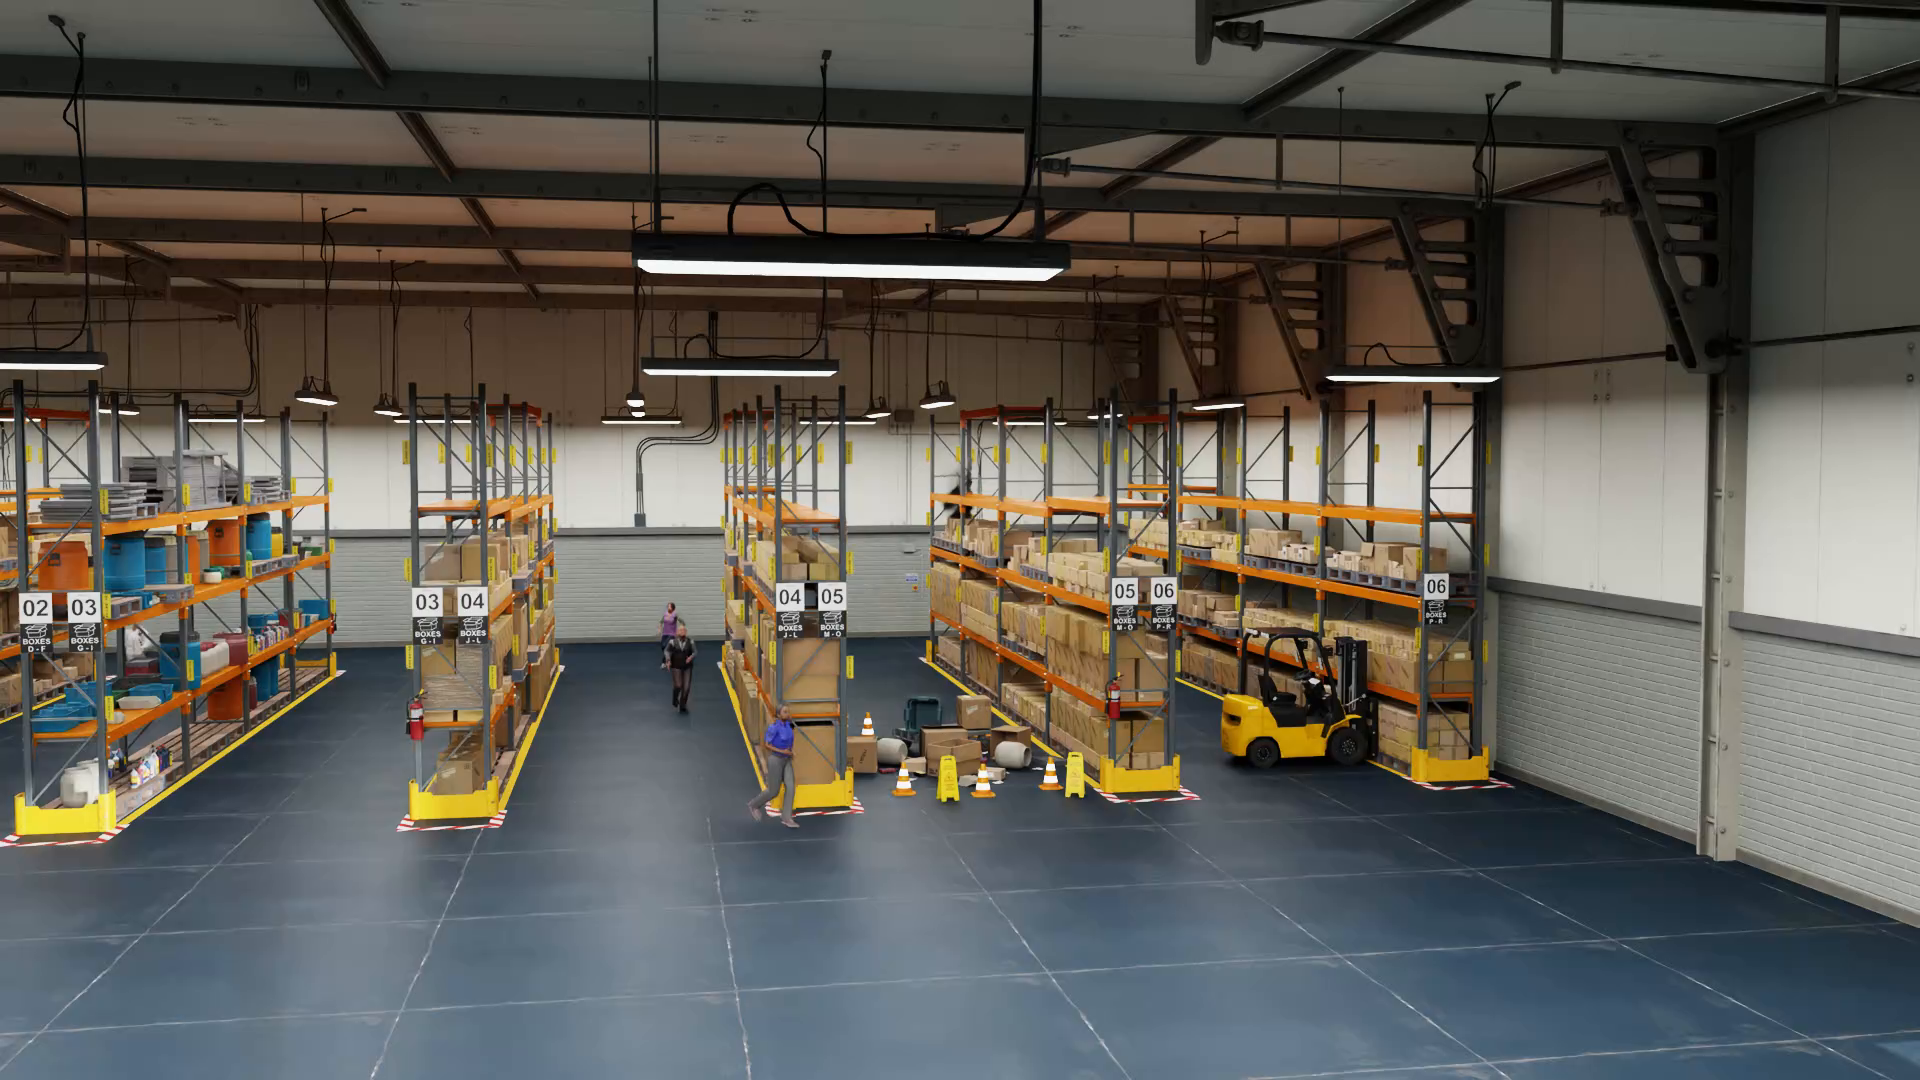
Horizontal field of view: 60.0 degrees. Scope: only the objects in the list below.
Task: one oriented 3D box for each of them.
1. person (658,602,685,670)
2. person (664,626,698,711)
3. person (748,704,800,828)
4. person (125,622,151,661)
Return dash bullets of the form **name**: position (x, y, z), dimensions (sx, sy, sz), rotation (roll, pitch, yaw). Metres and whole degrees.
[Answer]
- **person**: position (-6.806, 2.247, 38.997), dimensions (0.601, 1.586, 0.612), rotation (1, 3, 27)
- **person**: position (-5.423, 2.513, 32.433), dimensions (0.645, 1.677, 0.577), rotation (-1, 3, -17)
- **person**: position (-2.463, 3.042, 22.548), dimensions (0.829, 1.651, 0.602), rotation (2, 3, 32)
- **person**: position (-17.256, 2.407, 34.793), dimensions (0.626, 1.656, 0.785), rotation (-1, 3, -18)
